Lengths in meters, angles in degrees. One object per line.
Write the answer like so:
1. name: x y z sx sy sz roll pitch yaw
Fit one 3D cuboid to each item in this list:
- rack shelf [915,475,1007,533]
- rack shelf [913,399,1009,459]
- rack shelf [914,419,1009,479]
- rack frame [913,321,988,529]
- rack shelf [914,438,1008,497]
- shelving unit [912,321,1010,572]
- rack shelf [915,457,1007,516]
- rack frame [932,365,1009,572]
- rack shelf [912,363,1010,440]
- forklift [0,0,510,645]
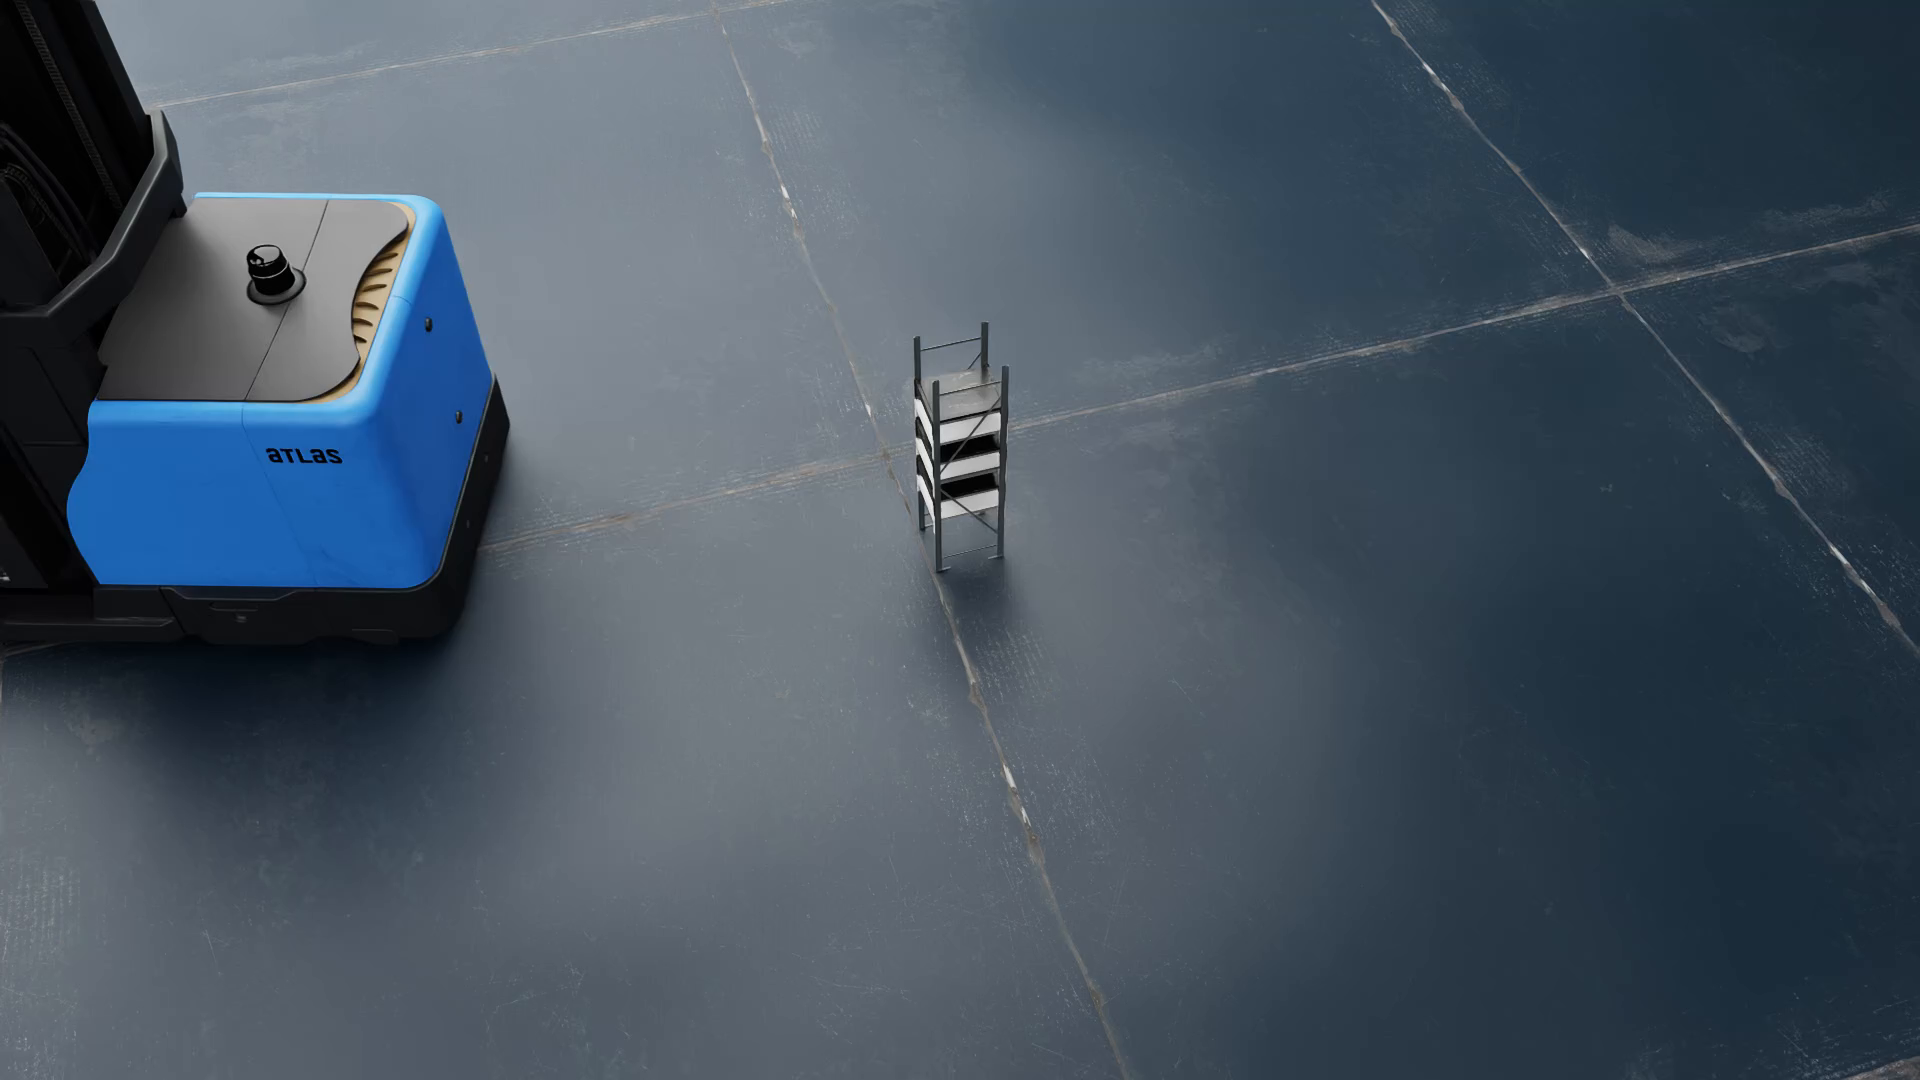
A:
1. rack shelf: 0.002 -0.147 5.564 0.258 0.077 0.200 -13 51 -11
2. rack shelf: 0.002 -0.379 5.289 0.258 0.077 0.200 -13 51 -11
3. rack shelf: 0.002 -0.321 5.358 0.258 0.077 0.200 -13 51 -11
4. rack frame: -0.028 -0.358 5.464 0.240 0.900 0.006 -13 51 -11
5. rack shelf: 0.002 -0.263 5.426 0.258 0.077 0.200 -13 51 -11
6. shelving unit: 0.002 -0.284 5.401 0.258 0.900 0.210 -13 51 -11
7. rack shelf: 0.002 -0.205 5.495 0.258 0.077 0.200 -13 51 -11
8. rack frame: 0.032 -0.210 5.338 0.240 0.900 0.006 -13 51 -11
9. rack shelf: 0.002 -0.437 5.220 0.258 0.077 0.200 -13 51 -11
10. forklift: -3.146 -1.002 4.678 3.031 2.935 1.130 1 50 1
